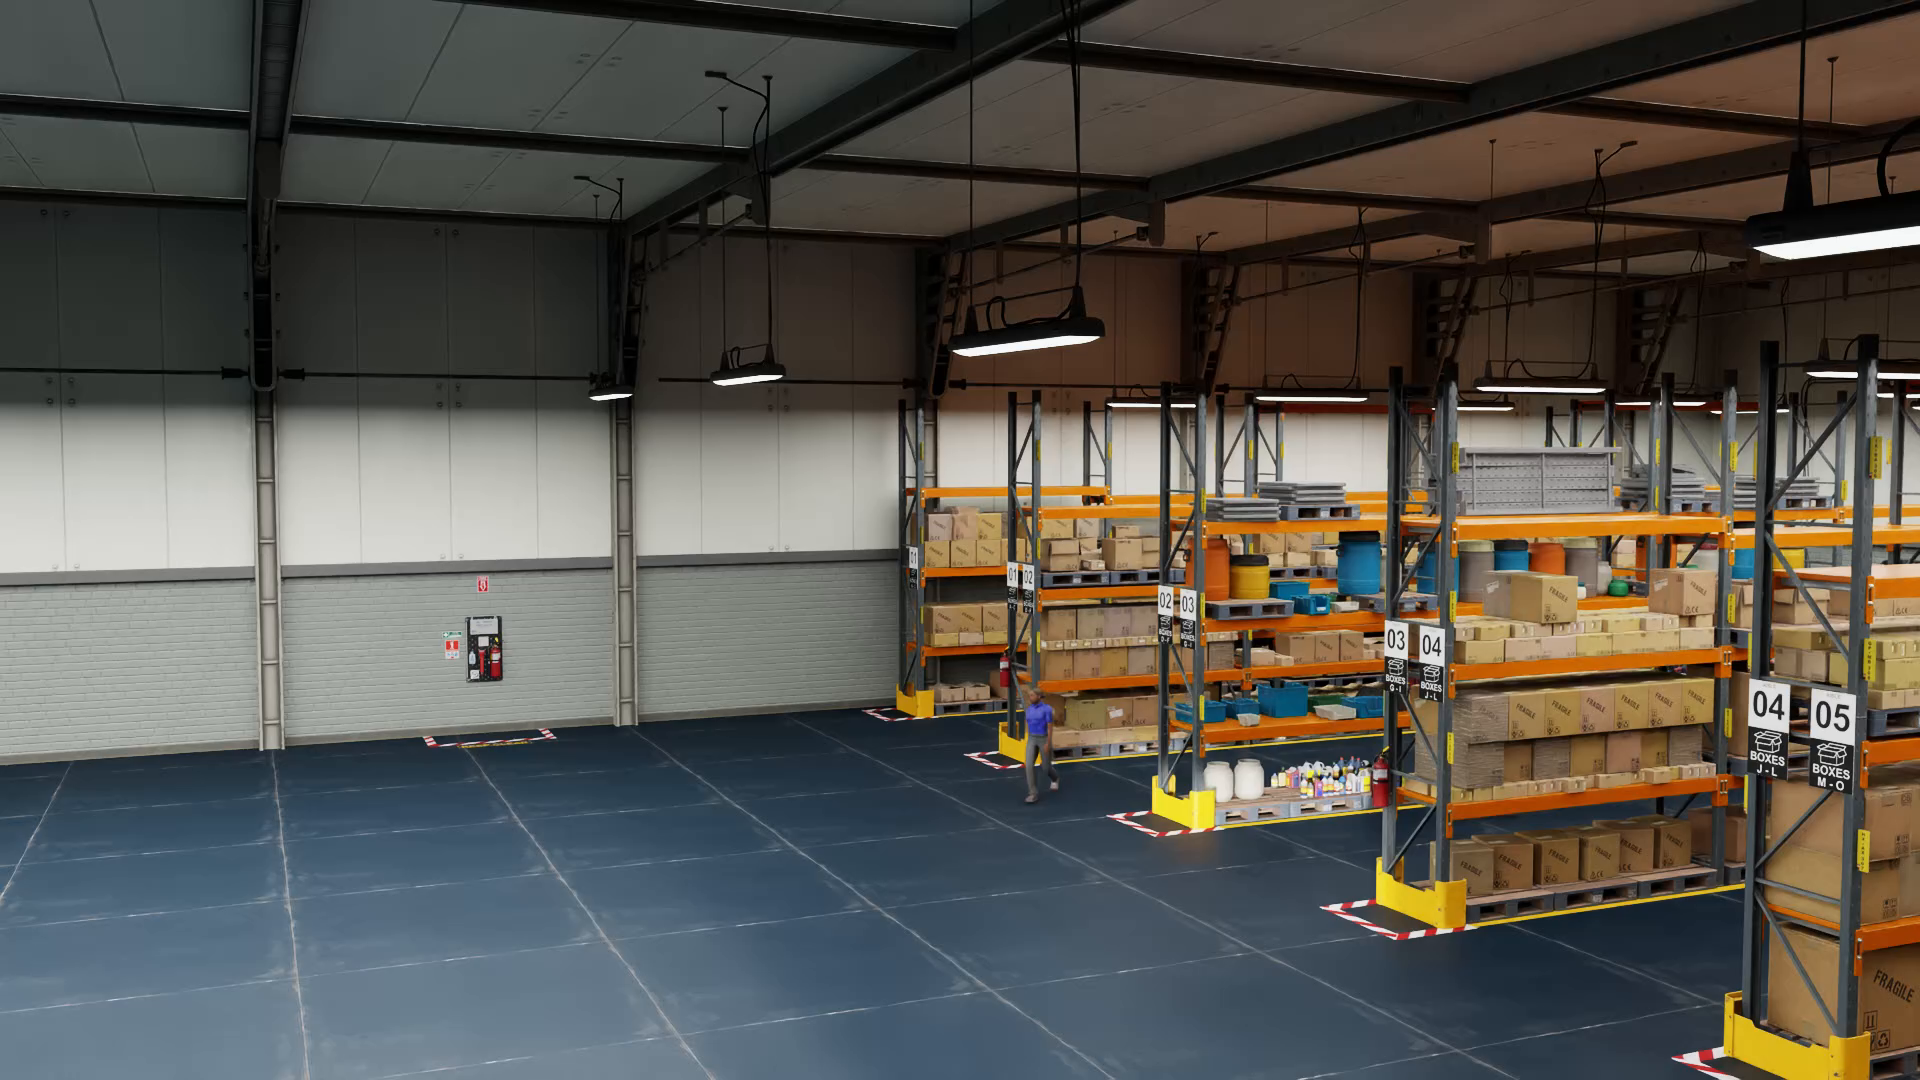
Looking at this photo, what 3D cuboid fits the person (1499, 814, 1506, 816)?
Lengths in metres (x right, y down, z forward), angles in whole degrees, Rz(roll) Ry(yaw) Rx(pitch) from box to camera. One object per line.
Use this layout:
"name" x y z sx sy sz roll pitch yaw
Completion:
"person" 7.121 3.031 22.846 1.007 1.543 0.504 -2 4 -27

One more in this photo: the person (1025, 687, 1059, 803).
"person" 1.150 2.938 24.079 0.461 1.613 0.816 2 4 29
